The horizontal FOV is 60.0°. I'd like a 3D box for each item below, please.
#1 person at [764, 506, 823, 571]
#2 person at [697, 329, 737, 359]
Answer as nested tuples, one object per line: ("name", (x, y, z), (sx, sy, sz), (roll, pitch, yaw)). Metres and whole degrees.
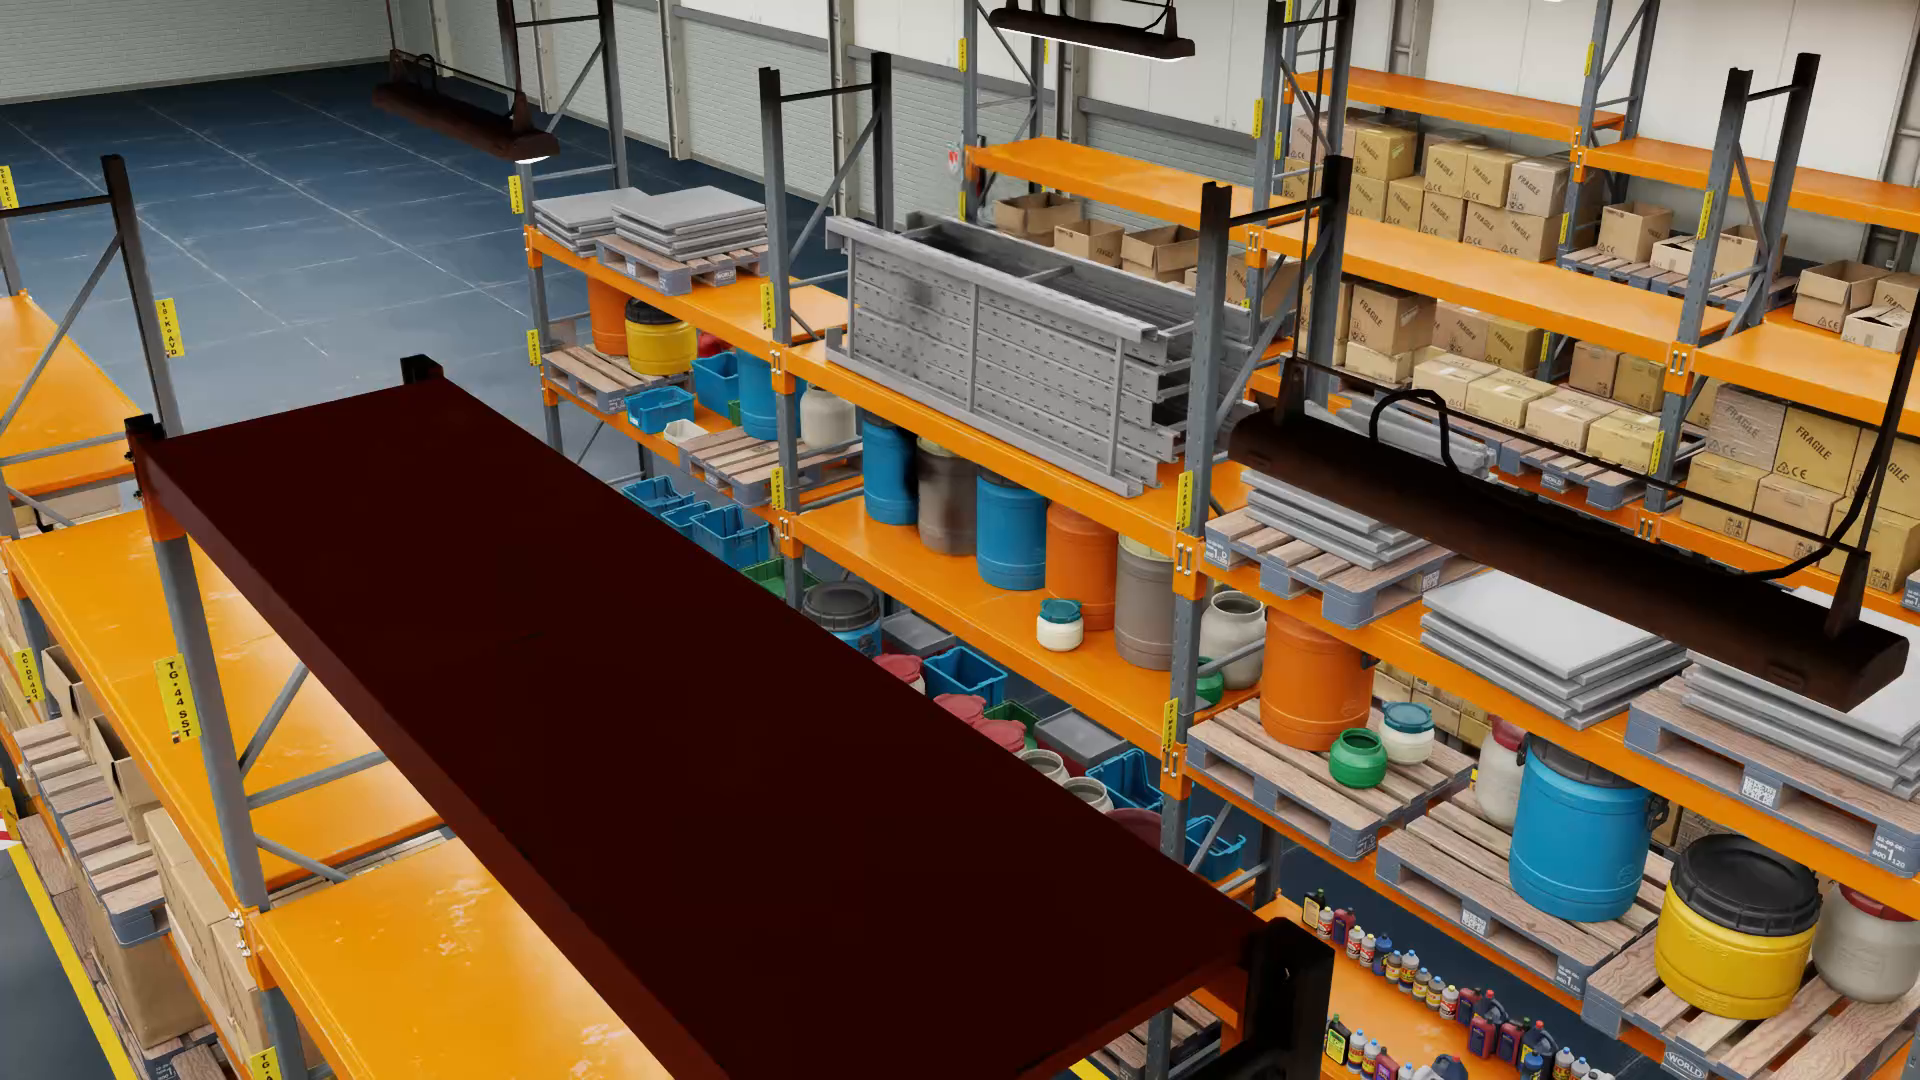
("person", (-1.681, -0.119, 16.532), (0.693, 1.707, 0.621), (-14, 29, -26))
("person", (-3.023, -2.041, 20.555), (1.139, 1.740, 0.630), (-7, 27, -13))
